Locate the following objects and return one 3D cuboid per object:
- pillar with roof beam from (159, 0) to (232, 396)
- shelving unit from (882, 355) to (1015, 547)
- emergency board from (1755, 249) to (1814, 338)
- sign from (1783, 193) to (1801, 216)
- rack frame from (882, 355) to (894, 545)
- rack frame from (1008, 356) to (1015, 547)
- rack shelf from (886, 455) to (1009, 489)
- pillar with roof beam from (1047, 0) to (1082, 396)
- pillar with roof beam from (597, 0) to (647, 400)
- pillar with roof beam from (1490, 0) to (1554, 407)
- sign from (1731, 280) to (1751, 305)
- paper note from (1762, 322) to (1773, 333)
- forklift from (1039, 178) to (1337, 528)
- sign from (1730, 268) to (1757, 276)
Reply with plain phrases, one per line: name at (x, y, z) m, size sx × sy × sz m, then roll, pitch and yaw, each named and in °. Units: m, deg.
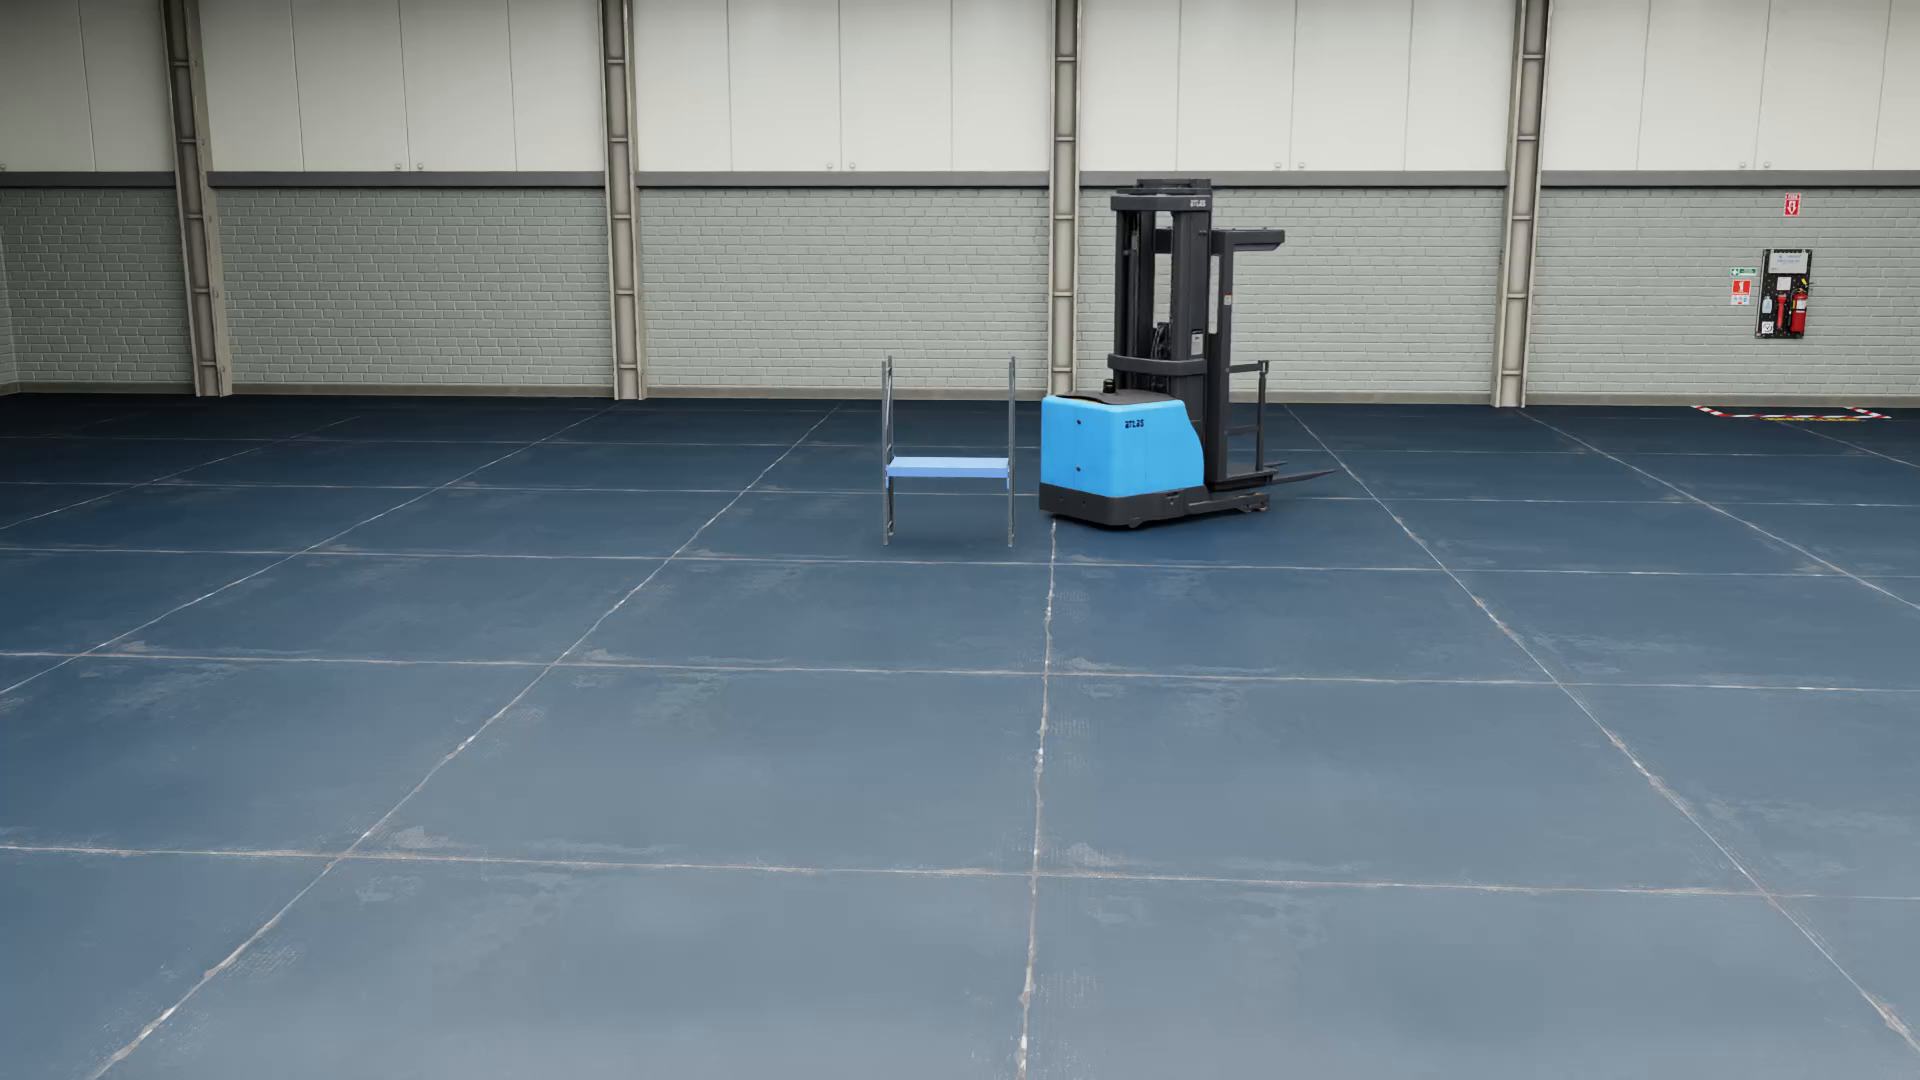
pillar with roof beam at (-10.866, -5.583, 18.478) m, size 0.400 × 9.000 × 9.100 m, roll 1°, pitch 12°, yaw 4°
shelving unit at (-0.085, -0.735, 13.620) m, size 1.048 × 1.500 × 0.538 m, roll 1°, pitch 12°, yaw 4°
emergency board at (10.905, -3.239, 21.926) m, size 0.643 × 1.169 × 0.194 m, roll 1°, pitch 12°, yaw 4°
sign at (10.904, -4.394, 21.786) m, size 0.199 × 0.298 × 0.001 m, roll 1°, pitch 12°, yaw 4°
rack frame at (-0.592, -0.742, 13.653) m, size 0.032 × 1.500 × 0.500 m, roll 1°, pitch 12°, yaw 4°
rack frame at (0.422, -0.728, 13.587) m, size 0.032 × 1.500 × 0.500 m, roll 1°, pitch 12°, yaw 4°
rack shelf at (-0.085, -0.559, 13.657) m, size 1.000 × 0.185 × 0.538 m, roll 1°, pitch 12°, yaw 4°
pillar with roof beam at (1.107, -5.418, 17.693) m, size 0.400 × 9.000 × 9.100 m, roll 1°, pitch 12°, yaw 4°
pillar with roof beam at (-4.879, -5.501, 18.086) m, size 0.400 × 9.000 × 9.100 m, roll 1°, pitch 12°, yaw 4°
pillar with roof beam at (7.094, -5.336, 17.301) m, size 0.400 × 9.000 × 9.100 m, roll 1°, pitch 12°, yaw 4°
sign at (10.360, -3.285, 22.059) m, size 0.234 × 0.329 × 0.001 m, roll 1°, pitch 12°, yaw 4°
paper note at (10.733, -2.824, 22.095) m, size 0.142 × 0.148 × 0.016 m, roll 1°, pitch 12°, yaw 4°
forklift at (2.186, -1.749, 14.973) m, size 3.031 × 2.935 × 1.130 m, roll -9°, pitch 15°, yaw -36°
sign at (10.364, -3.543, 21.996) m, size 0.331 × 0.109 × 0.001 m, roll 1°, pitch 12°, yaw 4°
